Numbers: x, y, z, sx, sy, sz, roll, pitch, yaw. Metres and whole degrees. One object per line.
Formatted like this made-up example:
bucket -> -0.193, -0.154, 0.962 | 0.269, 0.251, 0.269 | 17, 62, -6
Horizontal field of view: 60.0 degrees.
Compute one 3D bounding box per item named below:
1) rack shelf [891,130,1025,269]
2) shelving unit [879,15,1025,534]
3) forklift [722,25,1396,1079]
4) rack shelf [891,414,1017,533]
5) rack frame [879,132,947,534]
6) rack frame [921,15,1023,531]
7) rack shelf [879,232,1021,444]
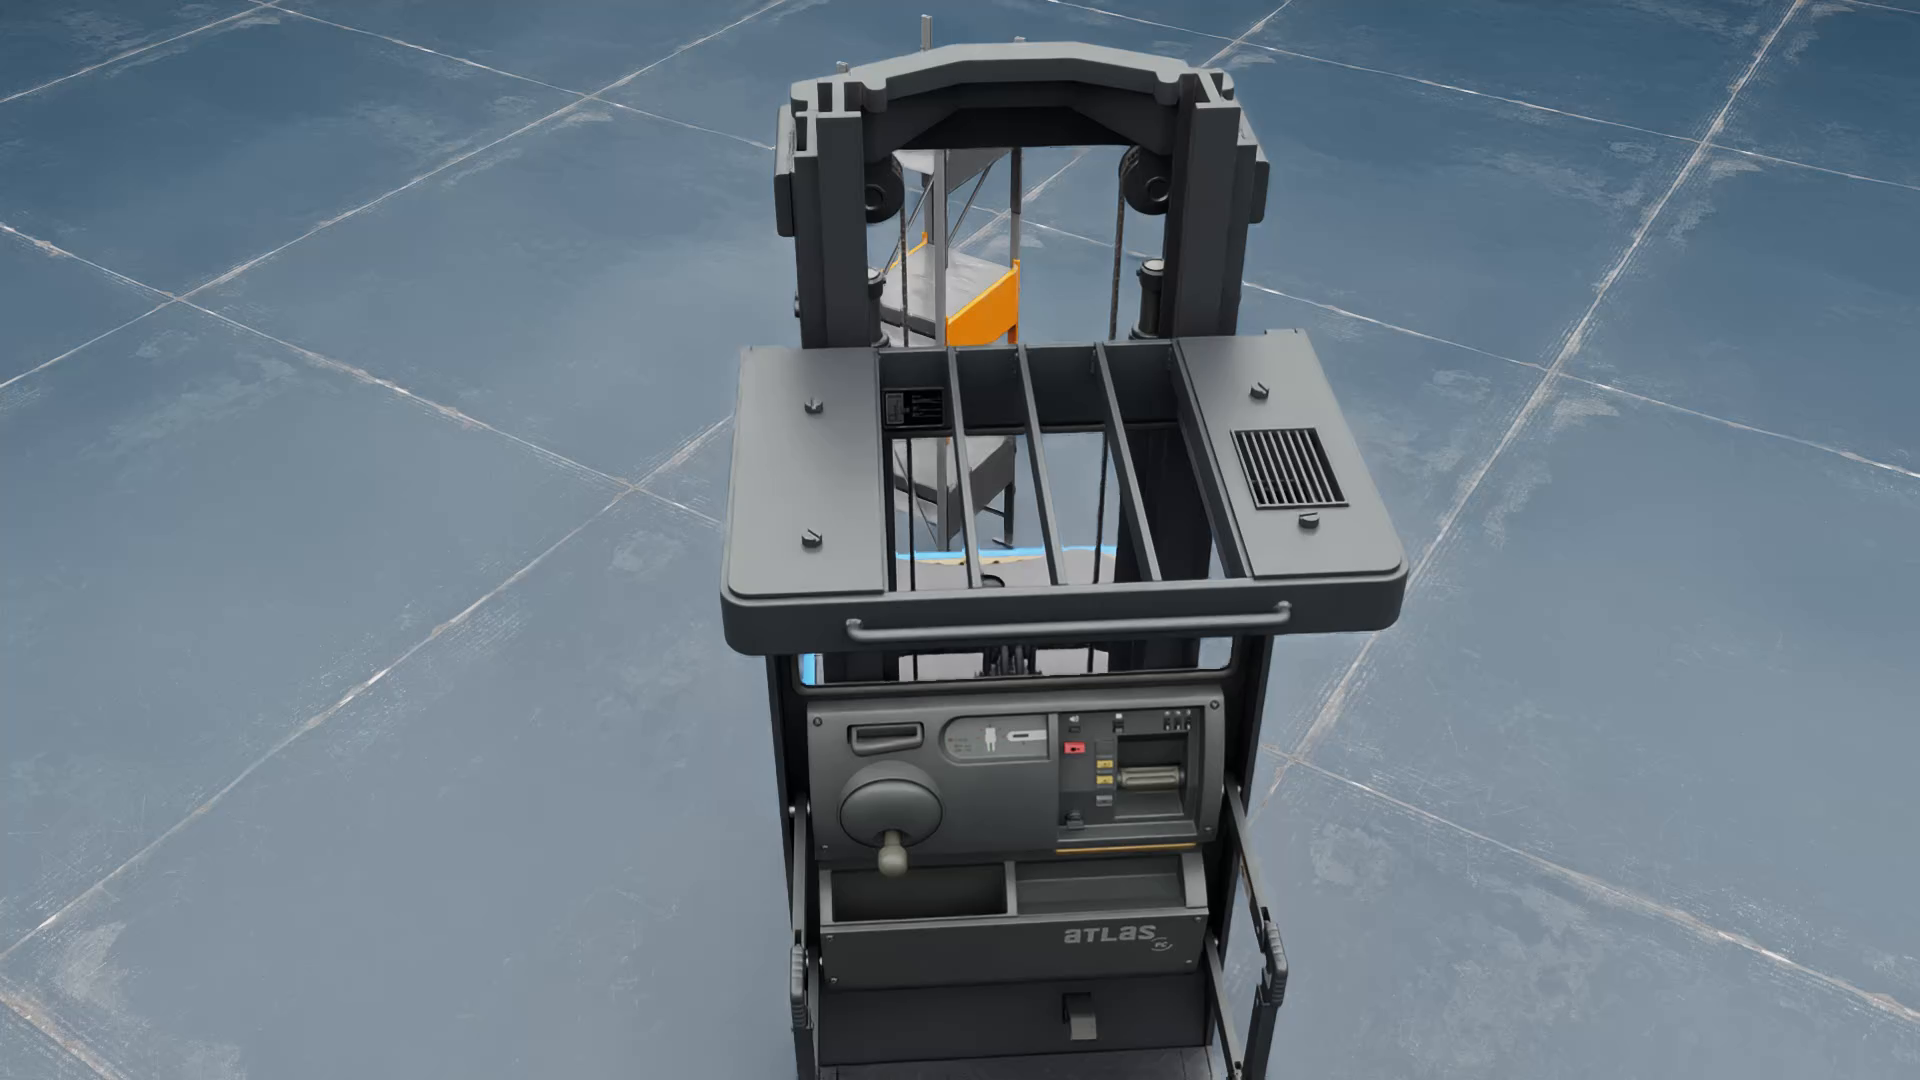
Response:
rack shelf -> -0.089, -1.290, 5.579 | 0.431, 0.518, 0.480 | 21, 42, 25
shelving unit -> -0.089, -0.746, 5.998 | 0.431, 2.100, 0.503 | 21, 42, 25
forklift -> 0.139, 0.560, 3.623 | 1.130, 2.935, 3.031 | -2, 38, -3
rack shelf -> -0.089, -0.181, 6.434 | 0.431, 0.518, 0.480 | 21, 42, 25
rack frame -> -0.219, -0.620, 5.835 | 0.400, 2.100, 0.015 | 21, 42, 25
rack frame -> 0.042, -0.872, 6.161 | 0.400, 2.100, 0.015 | 21, 42, 25
rack shelf -> -0.089, -0.735, 6.007 | 0.431, 0.518, 0.480 | 21, 42, 25
